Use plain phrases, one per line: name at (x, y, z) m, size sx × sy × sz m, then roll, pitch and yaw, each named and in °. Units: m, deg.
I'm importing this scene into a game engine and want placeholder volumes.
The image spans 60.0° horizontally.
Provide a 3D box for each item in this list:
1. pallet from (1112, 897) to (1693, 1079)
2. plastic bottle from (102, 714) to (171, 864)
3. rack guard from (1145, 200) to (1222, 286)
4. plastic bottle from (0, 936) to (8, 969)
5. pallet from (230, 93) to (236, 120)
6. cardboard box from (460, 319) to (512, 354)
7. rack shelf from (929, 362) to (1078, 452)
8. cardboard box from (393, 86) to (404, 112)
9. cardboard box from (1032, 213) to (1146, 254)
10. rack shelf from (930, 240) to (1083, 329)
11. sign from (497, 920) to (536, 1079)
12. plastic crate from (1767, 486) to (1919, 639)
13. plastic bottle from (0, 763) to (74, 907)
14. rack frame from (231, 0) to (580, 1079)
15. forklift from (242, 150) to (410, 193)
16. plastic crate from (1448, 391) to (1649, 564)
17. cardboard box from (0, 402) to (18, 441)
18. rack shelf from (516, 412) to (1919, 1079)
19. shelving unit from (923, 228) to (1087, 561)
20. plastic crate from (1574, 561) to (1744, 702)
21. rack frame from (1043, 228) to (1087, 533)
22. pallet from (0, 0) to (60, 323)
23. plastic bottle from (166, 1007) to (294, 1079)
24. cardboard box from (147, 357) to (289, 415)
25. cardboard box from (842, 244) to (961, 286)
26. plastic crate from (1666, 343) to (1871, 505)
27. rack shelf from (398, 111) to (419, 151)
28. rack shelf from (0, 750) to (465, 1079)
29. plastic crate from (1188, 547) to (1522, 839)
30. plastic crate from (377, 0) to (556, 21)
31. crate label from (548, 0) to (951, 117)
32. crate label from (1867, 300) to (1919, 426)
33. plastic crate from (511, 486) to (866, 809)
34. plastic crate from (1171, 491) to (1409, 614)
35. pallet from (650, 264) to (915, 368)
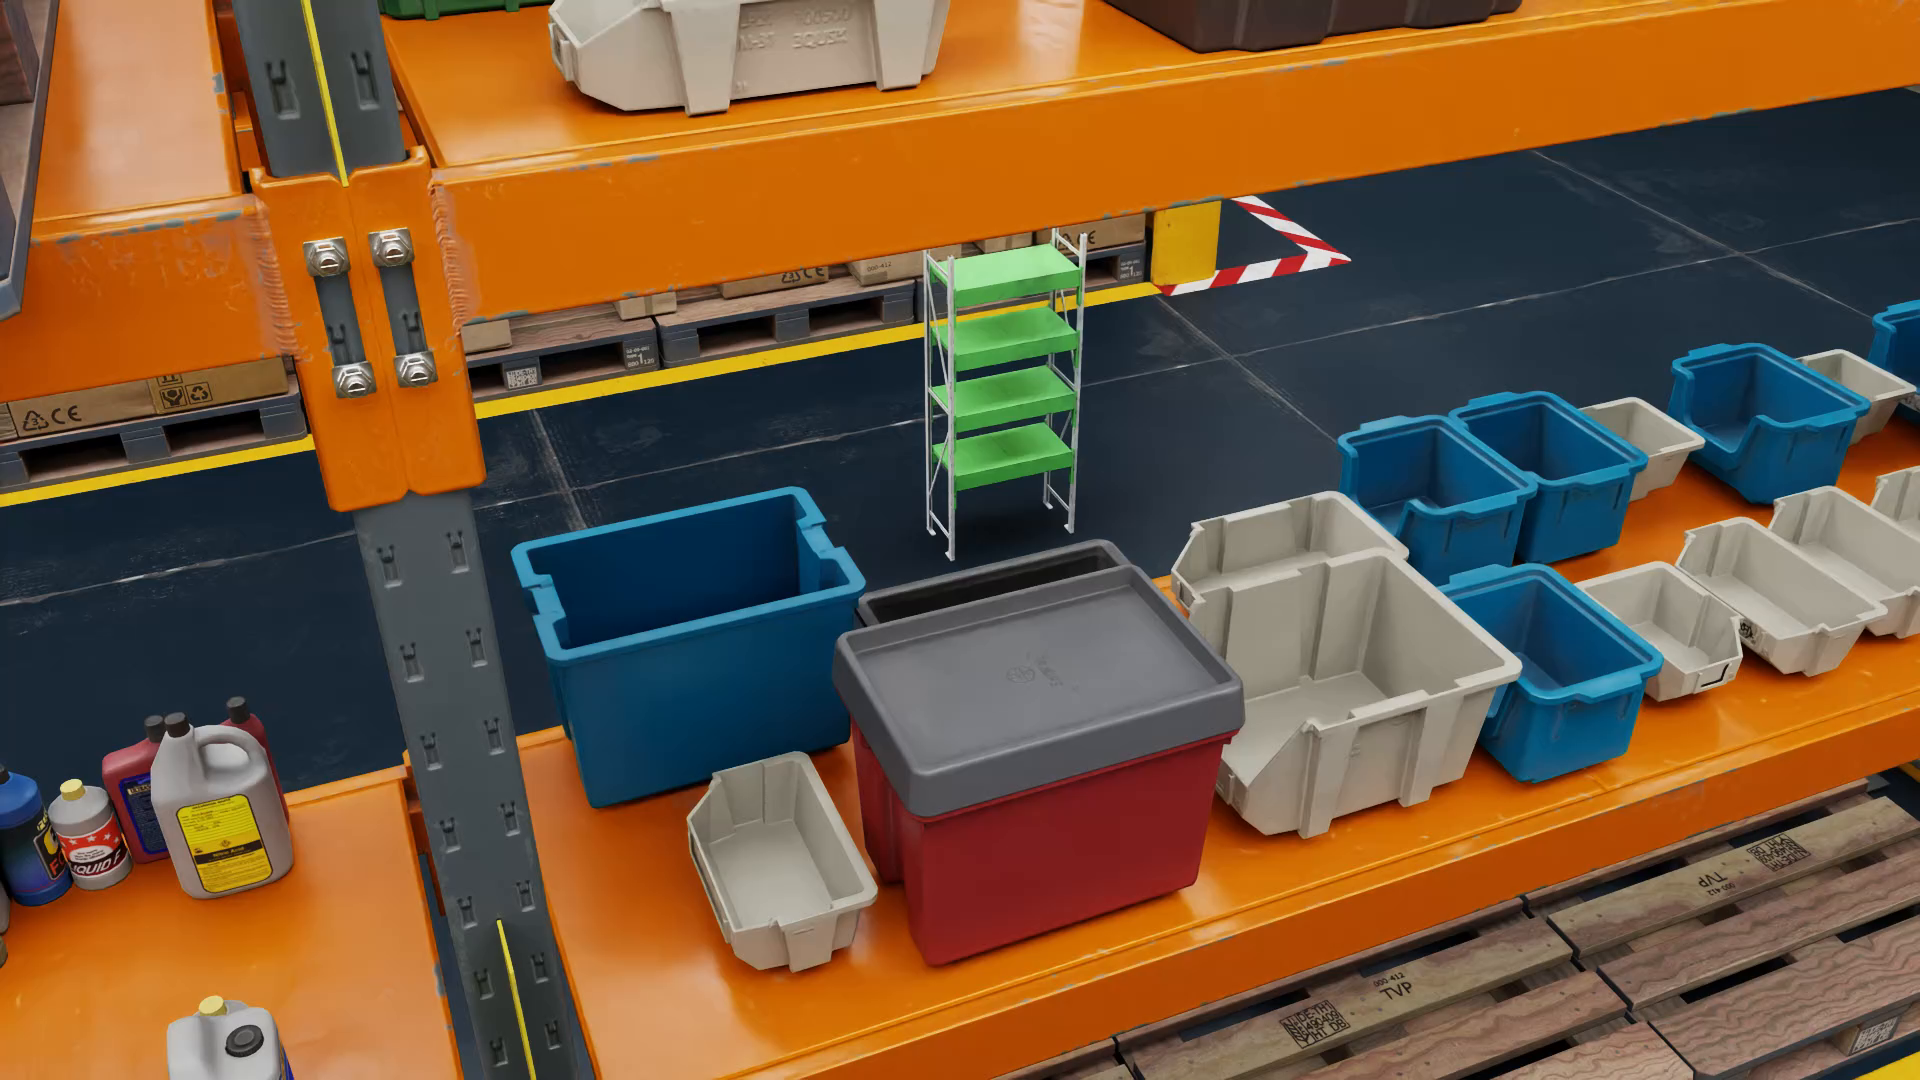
pallet at (0.991, 1.232, 4.163) m, size 1.213 × 0.211 × 1.003 m, roll -13°, pitch 35°, yaw -19°
plastic bottle at (-1.425, 0.438, 2.934) m, size 0.133 × 0.283 × 0.061 m, roll -13°, pitch 35°, yaw -19°
rack guard at (0.906, -1.775, 8.519) m, size 0.348 × 0.500 × 1.175 m, roll -13°, pitch 35°, yaw -19°
plastic bottle at (-1.644, 0.623, 2.724) m, size 0.097 × 0.201 × 0.097 m, roll 0°, pitch 33°, yaw 0°
pallet at (-3.491, -1.800, 6.442) m, size 1.213 × 0.211 × 1.003 m, roll -13°, pitch 35°, yaw -19°
cardboard box at (-2.242, -1.031, 7.146) m, size 0.500 × 0.311 × 0.500 m, roll -13°, pitch 35°, yaw -19°
rack shelf at (0.153, -0.484, 6.011) m, size 0.480 × 0.148 × 0.258 m, roll -13°, pitch 35°, yaw -19°
cardboard box at (-2.137, -2.006, 6.492) m, size 0.500 × 0.500 × 0.500 m, roll -12°, pitch 35°, yaw -18°
cardboard box at (0.570, -1.736, 8.057) m, size 0.500 × 0.500 × 0.500 m, roll -13°, pitch 35°, yaw -19°
rack shelf at (0.153, -0.887, 5.750) m, size 0.480 × 0.148 × 0.258 m, roll -13°, pitch 35°, yaw -19°
sign at (-0.587, 0.659, 2.234) m, size 0.005 × 0.325 × 0.100 m, roll -13°, pitch 35°, yaw -19°
plastic crate at (1.935, 0.056, 3.601) m, size 0.243 × 0.136 × 0.396 m, roll -13°, pitch 35°, yaw -19°
plastic bottle at (-1.614, 0.497, 2.854) m, size 0.097 × 0.271 × 0.097 m, roll 0°, pitch 33°, yaw 0°
rack frame at (-0.797, 0.499, 2.732) m, size 0.053 × 2.616 × 0.949 m, roll -13°, pitch 35°, yaw -19°
forklift at (-3.560, -3.384, 8.764) m, size 3.031 × 2.935 × 1.130 m, roll 5°, pitch 33°, yaw 7°
plastic crate at (1.321, -0.137, 3.809) m, size 0.300 × 0.233 × 0.416 m, roll -13°, pitch 35°, yaw -19°
cardboard box at (-3.978, -0.677, 6.428) m, size 0.500 × 0.500 × 0.500 m, roll -12°, pitch 35°, yaw -18°
rack shelf at (1.046, 0.377, 3.580) m, size 4.000 × 0.370 × 1.077 m, roll -13°, pitch 35°, yaw -19°
shelving unit at (0.153, -0.538, 5.976) m, size 0.503 × 1.200 × 0.258 m, roll -13°, pitch 35°, yaw -19°
plastic crate at (1.422, 0.199, 3.381) m, size 0.250 × 0.136 × 0.298 m, roll -13°, pitch 35°, yaw -19°
rack frame at (0.378, -0.589, 6.056) m, size 0.015 × 1.200 × 0.240 m, roll -13°, pitch 35°, yaw -19°
pallet at (-1.483, -0.466, 1.638) m, size 1.003 × 0.211 × 1.213 m, roll -13°, pitch 35°, yaw -19°
plastic bottle at (-1.037, 0.795, 2.391) m, size 0.135 × 0.276 × 0.152 m, roll -13°, pitch 35°, yaw -19°
cardboard box at (-3.056, -0.882, 6.744) m, size 0.500 × 0.500 × 0.500 m, roll -13°, pitch 35°, yaw -19°
cardboard box at (-0.318, -1.446, 7.840) m, size 0.500 × 0.250 × 0.500 m, roll -13°, pitch 35°, yaw -19°
plastic crate at (1.928, -0.276, 4.023) m, size 0.300 × 0.233 × 0.416 m, roll -13°, pitch 35°, yaw -19°
rack shelf at (-0.868, -2.115, 7.409) m, size 4.000 × 0.370 × 1.077 m, roll -13°, pitch 35°, yaw -19°
rack shelf at (-2.642, 1.221, 2.282) m, size 4.000 × 0.370 × 1.077 m, roll -13°, pitch 35°, yaw -19°
plastic crate at (0.681, 0.292, 3.104) m, size 0.530 × 0.282 × 0.437 m, roll -13°, pitch 35°, yaw -19°
plastic crate at (-0.525, -0.912, 2.346) m, size 0.662 × 0.188 × 0.450 m, roll -13°, pitch 35°, yaw -19°
crate label at (-0.235, -0.607, 1.924) m, size 0.466 × 0.136 × 0.293 m, roll -13°, pitch 35°, yaw -19°
crate label at (2.535, -0.415, 4.236) m, size 0.303 × 0.233 × 0.416 m, roll -13°, pitch 35°, yaw -19°
plastic crate at (-0.500, 0.209, 3.138) m, size 0.575 × 0.384 × 0.392 m, roll -13°, pitch 35°, yaw -19°
plastic crate at (0.691, 0.064, 3.588) m, size 0.466 × 0.136 × 0.293 m, roll -13°, pitch 35°, yaw -19°
pallet at (-0.952, -1.229, 7.946) m, size 1.213 × 0.211 × 1.003 m, roll -13°, pitch 35°, yaw -19°
